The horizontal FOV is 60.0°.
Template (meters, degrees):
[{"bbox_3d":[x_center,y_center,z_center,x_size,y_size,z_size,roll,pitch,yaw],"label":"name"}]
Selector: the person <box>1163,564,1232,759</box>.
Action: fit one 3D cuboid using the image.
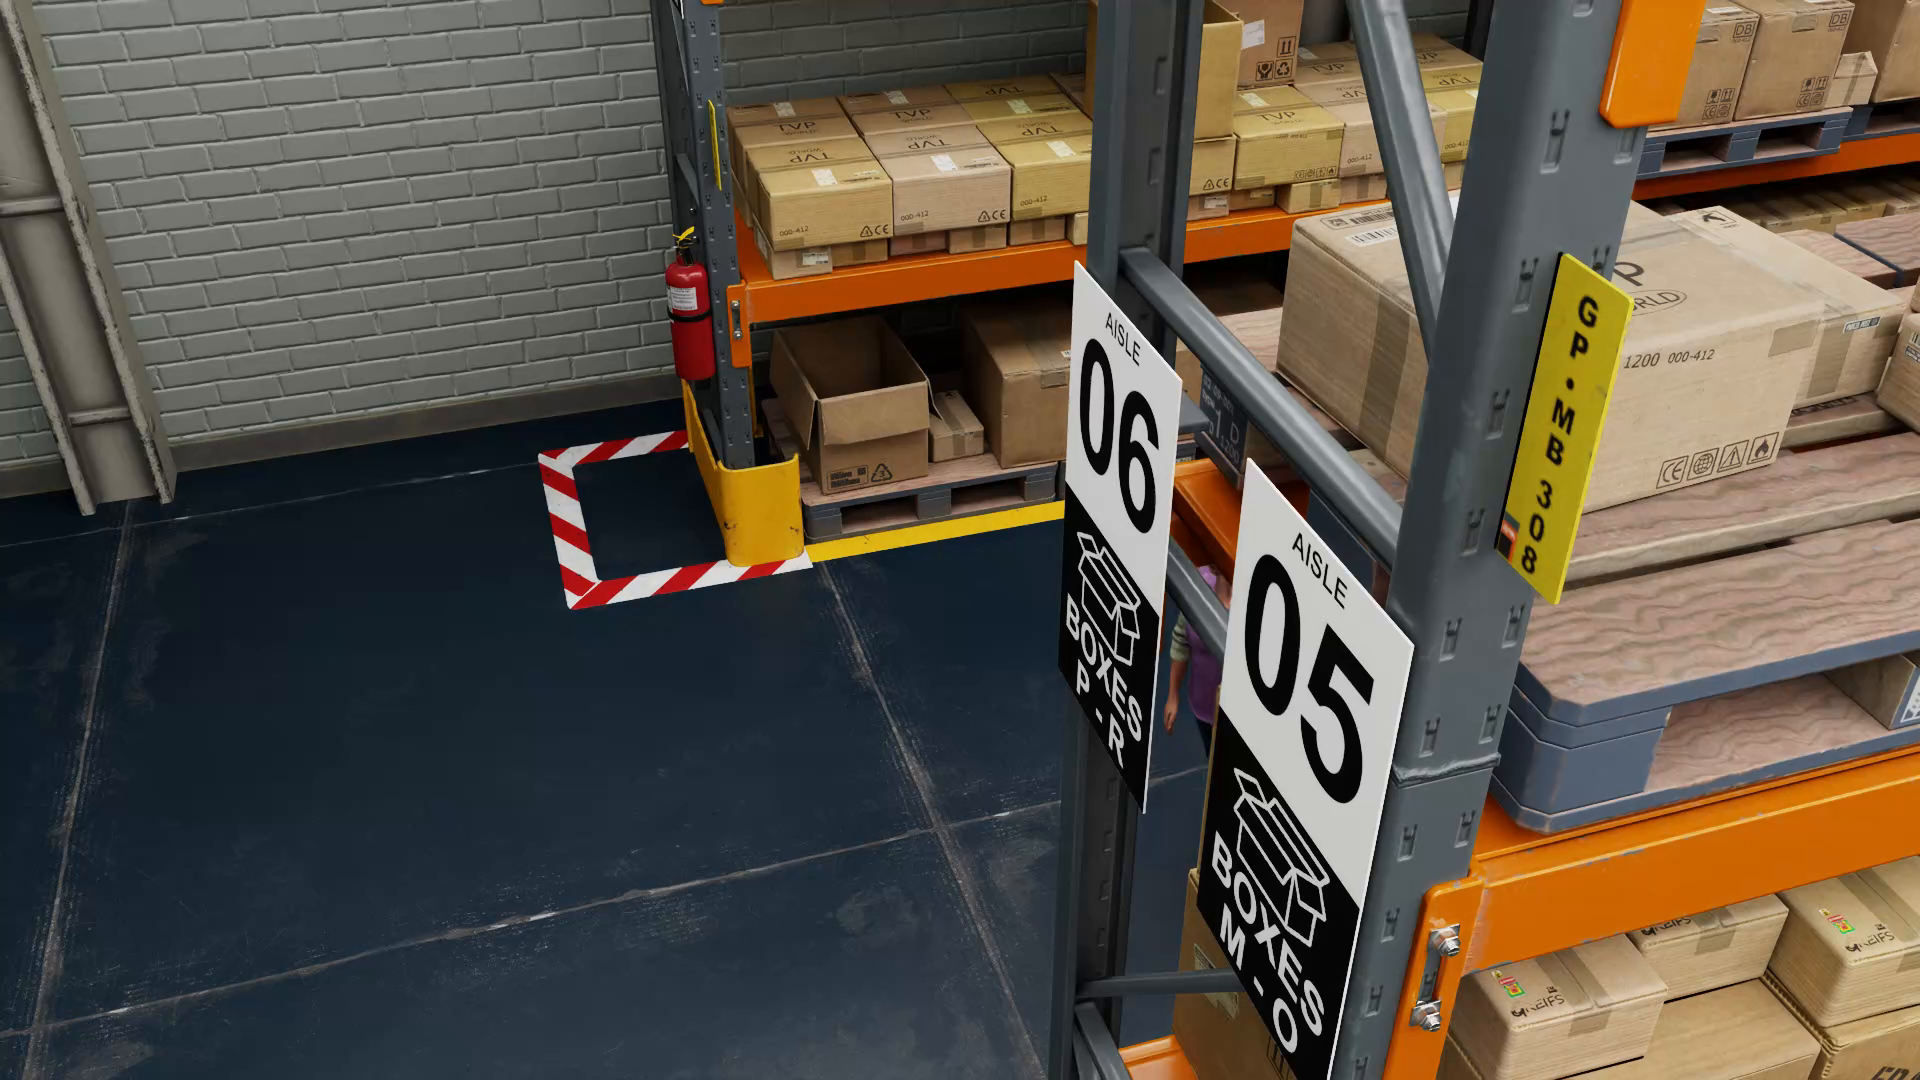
[{"bbox_3d":[0.913,0.547,5.322,0.522,1.585,0.439,28,43,34],"label":"person"}]
